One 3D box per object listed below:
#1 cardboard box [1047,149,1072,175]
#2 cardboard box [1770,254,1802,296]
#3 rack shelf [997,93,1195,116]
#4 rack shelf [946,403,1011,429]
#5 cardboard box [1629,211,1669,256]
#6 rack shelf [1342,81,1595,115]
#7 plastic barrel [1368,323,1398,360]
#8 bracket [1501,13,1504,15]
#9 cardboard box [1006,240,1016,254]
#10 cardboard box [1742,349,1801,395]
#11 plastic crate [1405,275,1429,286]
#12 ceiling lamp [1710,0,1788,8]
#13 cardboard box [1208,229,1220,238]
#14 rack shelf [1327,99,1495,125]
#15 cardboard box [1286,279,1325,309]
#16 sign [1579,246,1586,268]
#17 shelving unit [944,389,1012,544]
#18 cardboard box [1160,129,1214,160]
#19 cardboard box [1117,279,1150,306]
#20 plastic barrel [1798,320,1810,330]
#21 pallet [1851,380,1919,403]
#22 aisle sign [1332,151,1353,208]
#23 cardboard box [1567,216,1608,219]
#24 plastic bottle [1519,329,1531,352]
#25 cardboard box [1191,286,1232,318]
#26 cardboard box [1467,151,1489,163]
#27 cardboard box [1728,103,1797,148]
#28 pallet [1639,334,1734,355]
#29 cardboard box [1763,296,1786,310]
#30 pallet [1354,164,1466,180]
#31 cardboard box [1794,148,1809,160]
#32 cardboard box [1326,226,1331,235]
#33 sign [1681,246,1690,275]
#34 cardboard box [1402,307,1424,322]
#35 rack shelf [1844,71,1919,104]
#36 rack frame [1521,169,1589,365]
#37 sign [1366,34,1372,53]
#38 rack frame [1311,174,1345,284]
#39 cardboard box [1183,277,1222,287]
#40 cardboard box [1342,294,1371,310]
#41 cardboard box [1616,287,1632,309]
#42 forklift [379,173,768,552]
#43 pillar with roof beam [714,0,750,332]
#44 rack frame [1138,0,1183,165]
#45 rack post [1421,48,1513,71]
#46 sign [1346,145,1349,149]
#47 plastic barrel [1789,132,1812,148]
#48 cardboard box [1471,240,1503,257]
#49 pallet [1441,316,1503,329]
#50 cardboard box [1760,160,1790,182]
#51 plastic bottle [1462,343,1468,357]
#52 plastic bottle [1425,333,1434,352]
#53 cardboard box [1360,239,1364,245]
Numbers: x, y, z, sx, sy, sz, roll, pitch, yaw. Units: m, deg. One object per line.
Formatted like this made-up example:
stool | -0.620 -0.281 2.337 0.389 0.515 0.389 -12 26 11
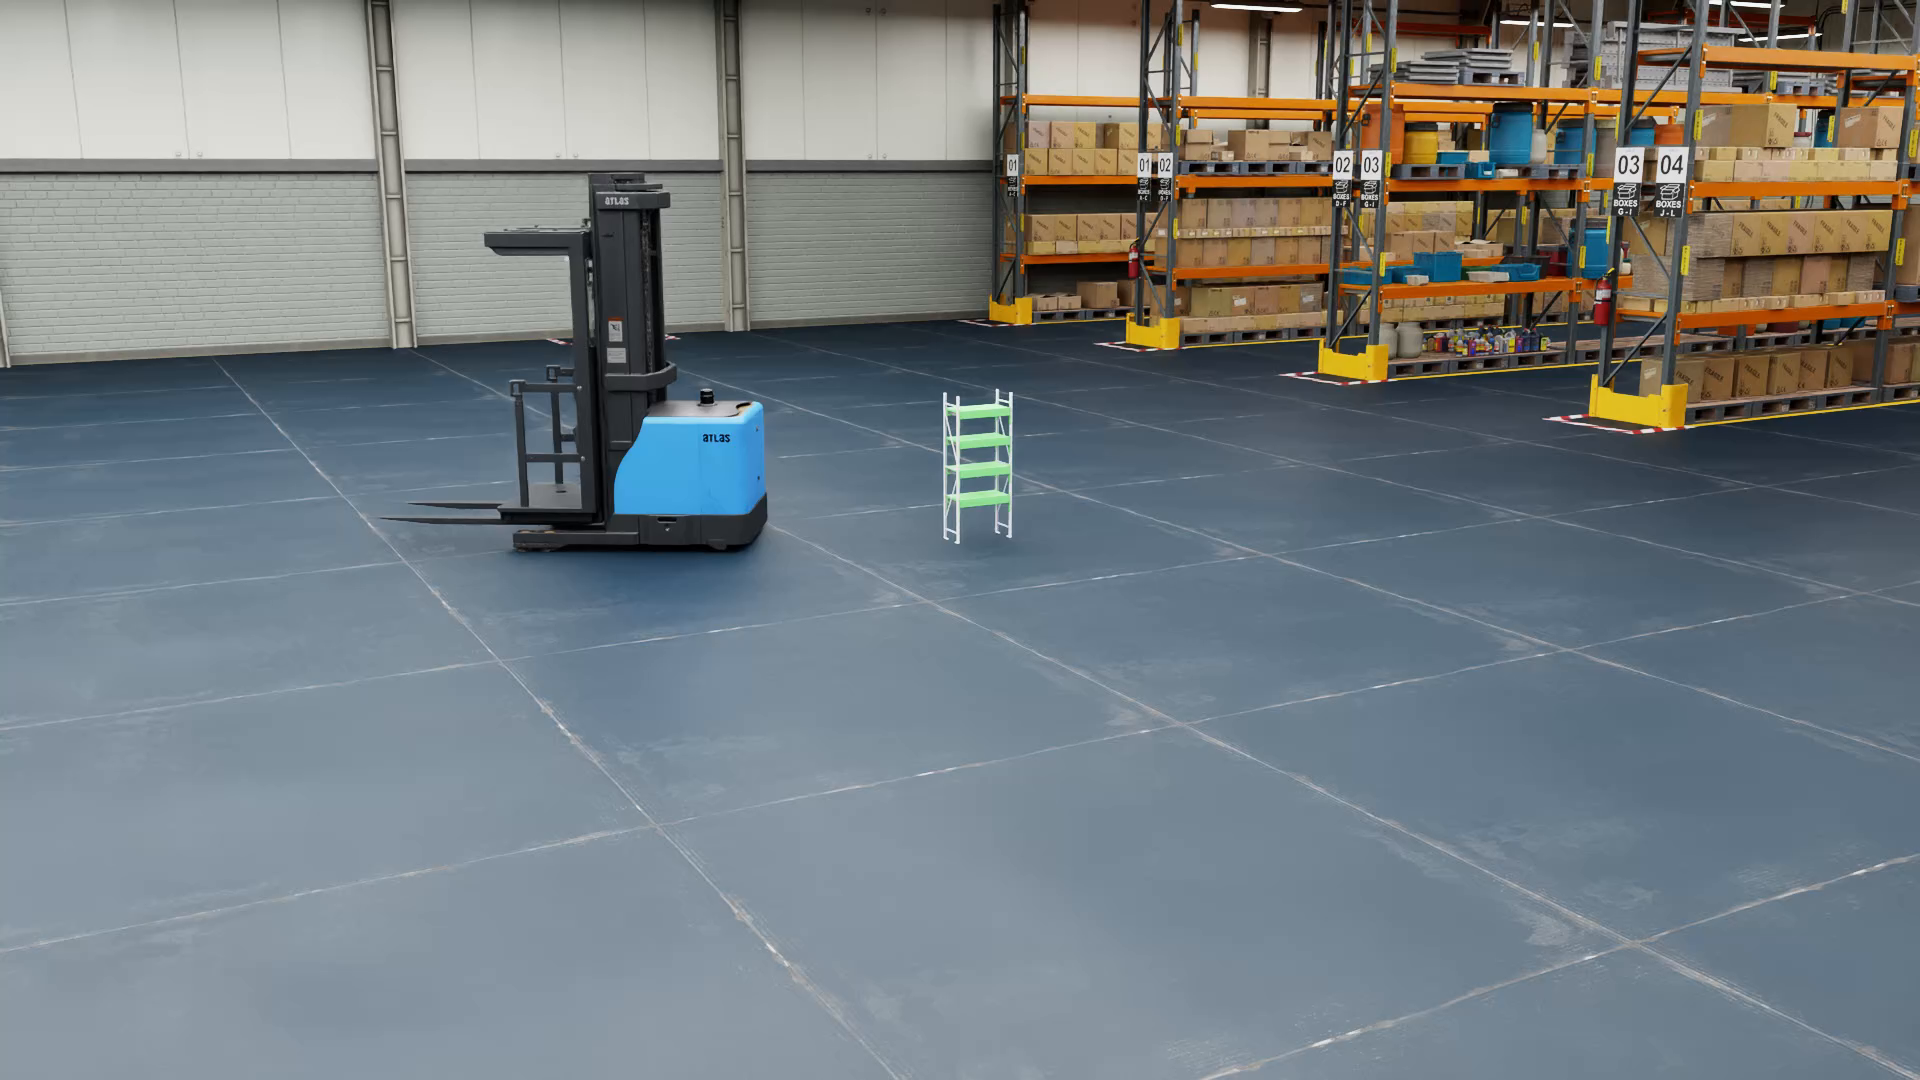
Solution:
cardboard box | 1.827 -7.309 32.151 0.500 0.500 0.500 -6 14 -24
cardboard box | 9.827 -3.304 20.552 0.500 0.500 0.875 -7 14 -28
rack shelf | 2.681 -8.535 32.686 4.000 0.370 1.077 -7 14 -28
rack shelf | 0.145 -1.009 13.463 0.480 0.148 0.258 -7 14 -28
cardboard box | 8.410 -3.674 19.921 0.500 0.500 0.500 -7 14 -28
rack shelf | 7.428 -6.433 24.246 4.000 0.370 1.077 -7 14 -28
plastic barrel | 6.213 -2.917 24.447 0.421 0.512 0.421 0 13 0
bracket | 12.192 -11.912 37.844 0.430 0.232 0.235 -7 14 -28
cardboard box | 1.243 -5.774 32.729 0.500 0.250 0.500 -7 14 -27
cardboard box | 10.180 -2.117 20.919 0.500 0.500 0.500 -8 15 -33
plastic crate | 6.612 -3.745 24.018 0.250 0.136 0.298 -7 14 -28
ceiling lamp | 14.394 -11.224 29.694 2.000 3.185 0.800 -7 14 -28
cardboard box | 4.200 -5.216 28.248 0.250 0.149 0.380 -7 14 -28
rack shelf | 8.568 -7.808 30.359 4.000 0.370 1.077 -7 14 -28
cardboard box | 6.256 -4.458 30.185 0.500 0.500 0.500 -7 14 -28
sign | 9.437 -4.290 25.210 0.005 0.325 0.100 -7 14 -28
shelving unit | 0.145 -0.603 13.555 0.503 1.200 0.258 -7 14 -28
cardboard box | 3.808 -6.643 27.953 0.637 0.503 0.797 -6 14 -24
cardboard box | 3.544 -5.050 33.907 0.500 0.500 0.500 -8 15 -32
plastic barrel | 14.559 -3.924 28.925 0.421 0.512 0.421 0 13 0
pallet | 12.239 -2.030 22.147 1.213 0.211 1.003 -7 14 -28
aisle sign | 5.467 -5.159 23.782 0.004 0.787 0.394 -7 14 -28
cardboard box | 12.314 -6.115 32.764 0.500 0.500 0.700 -12 17 -42
plastic bottle | 8.587 -3.041 25.322 0.185 0.351 0.144 -8 15 -31
cardboard box | 4.317 -4.092 28.559 0.500 0.500 0.500 -7 14 -28
cardboard box | 9.501 -7.116 30.950 0.500 0.250 0.500 -6 14 -26
cardboard box | 9.478 -4.892 19.640 0.500 0.500 0.500 -7 14 -28
pallet | 11.995 -3.249 27.564 1.213 0.211 1.003 -7 14 -28
cardboard box | 9.773 -2.888 20.180 0.250 0.149 0.380 -7 14 -28
pallet | 6.445 -5.281 23.841 1.213 0.211 1.003 -7 14 -28
cardboard box | 9.976 -4.652 20.048 0.250 0.149 0.380 -7 15 -30
cardboard box | 6.459 -5.487 29.453 0.250 0.149 0.380 -7 15 -29
sign | 8.305 -3.205 19.046 0.005 0.325 0.100 -7 14 -28
cardboard box | 8.188 -4.184 30.674 0.500 0.250 0.500 -7 15 -30
rack shelf | 13.312 -5.899 21.874 4.000 0.370 1.077 -7 14 -28
rack frame | 9.183 -4.262 25.717 0.127 3.000 1.000 -7 14 -28
sign | 7.057 -8.567 28.695 0.005 0.325 0.100 -7 14 -28
rack frame | 7.947 -6.592 36.070 0.127 3.000 1.000 -7 14 -28
cardboard box | 5.074 -5.247 34.785 0.500 0.500 0.700 -6 14 -26
cardboard box | 7.295 -4.350 30.134 0.500 0.311 0.500 -7 14 -28
cardboard box | 13.101 -4.896 33.226 0.500 0.500 0.500 -7 14 -28
forklift | -3.154 -1.450 13.378 3.031 2.935 1.130 1 13 2
pillar with roof beam | -2.079 -7.457 26.248 0.400 9.000 9.100 -7 14 -28
rack frame | 3.302 -7.723 27.431 0.127 3.000 1.000 -7 14 -28
rack post | 7.358 -6.941 24.129 0.954 0.300 0.937 -7 15 -29
sign | 8.205 -8.203 35.218 0.005 0.325 0.100 -7 14 -28
plastic barrel | 14.178 -6.633 28.154 0.433 0.535 0.433 0 13 0
cardboard box | 9.984 -5.565 31.707 0.500 0.311 0.500 -6 14 -24
pallet | 9.583 -4.199 31.785 1.213 0.211 1.003 -7 14 -28
cardboard box | 9.478 -4.385 19.771 0.500 0.250 0.500 -7 14 -28
plastic bottle | 7.504 -2.832 24.735 0.097 0.201 0.097 0 13 0
plastic bottle | 7.168 -3.024 25.401 0.133 0.283 0.061 -6 14 -26
cardboard box | 8.572 -6.494 36.161 0.250 0.149 0.380 -7 14 -27
